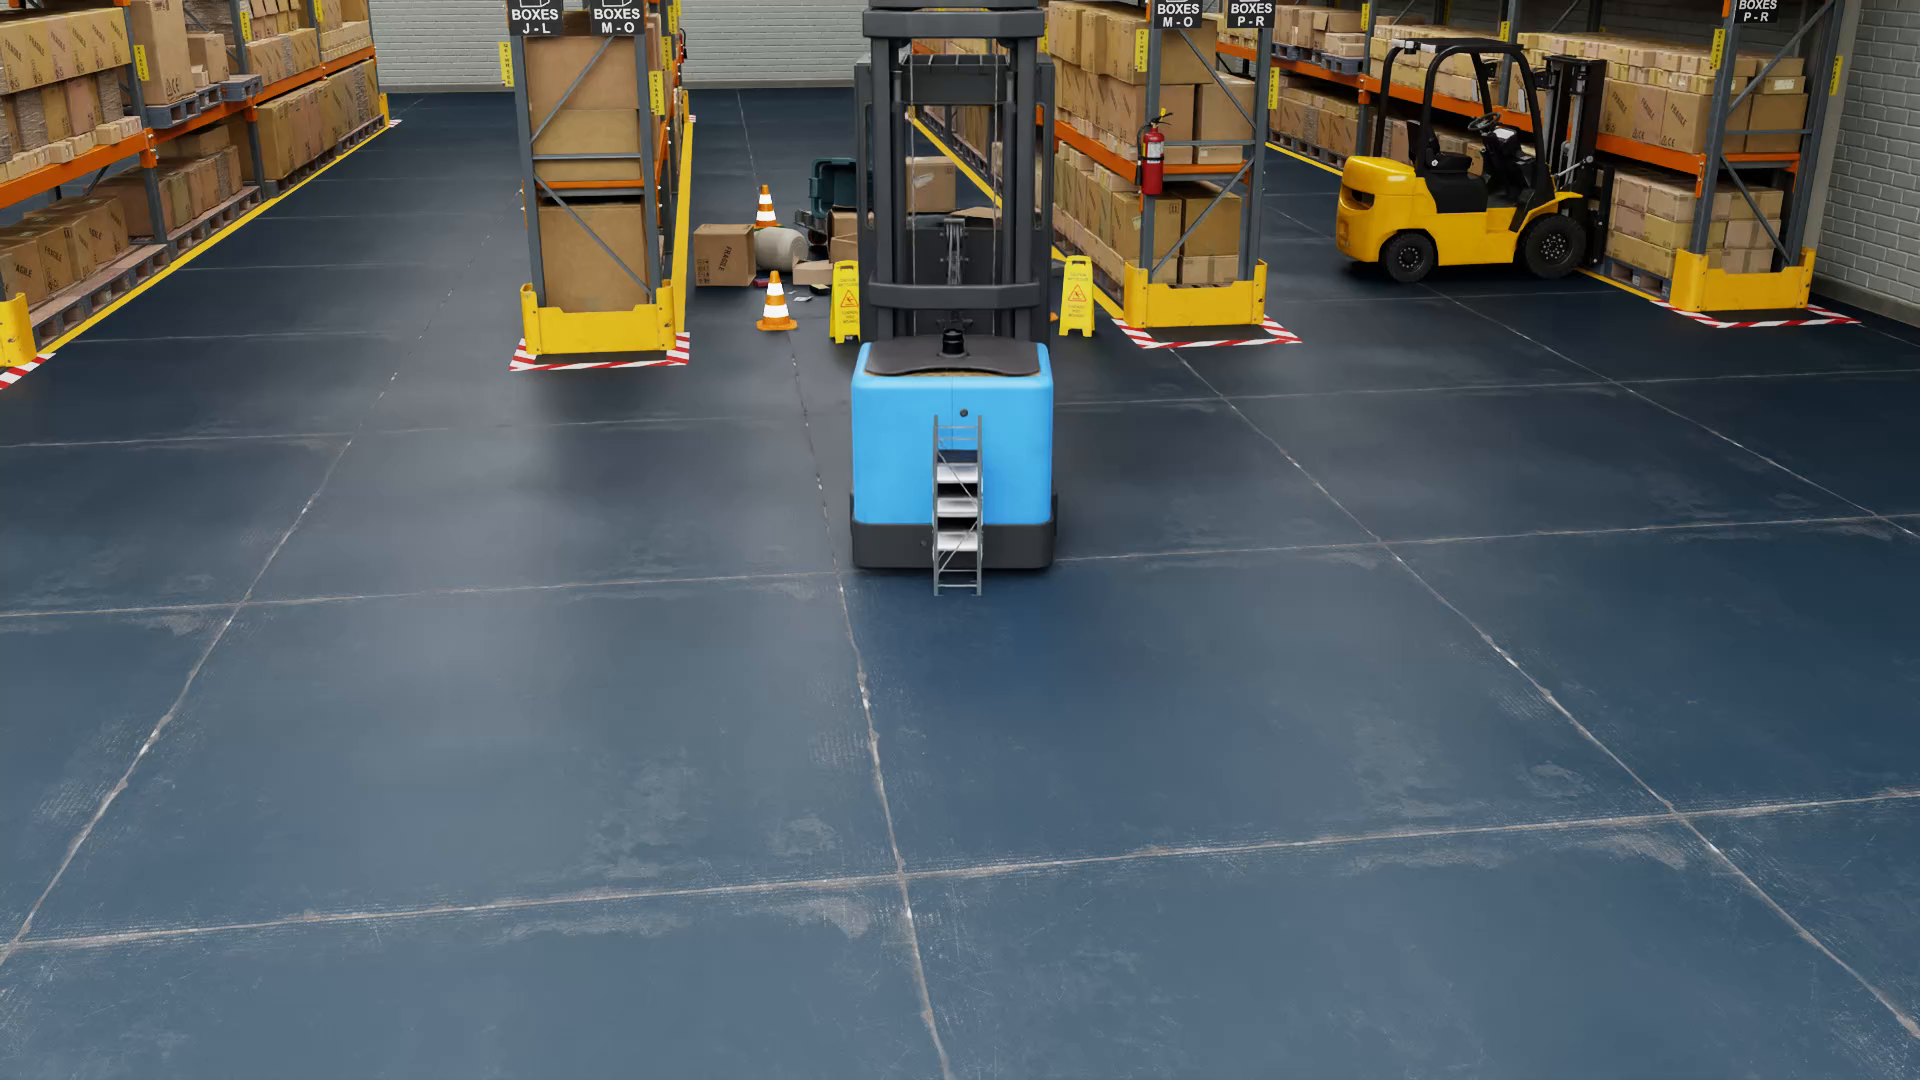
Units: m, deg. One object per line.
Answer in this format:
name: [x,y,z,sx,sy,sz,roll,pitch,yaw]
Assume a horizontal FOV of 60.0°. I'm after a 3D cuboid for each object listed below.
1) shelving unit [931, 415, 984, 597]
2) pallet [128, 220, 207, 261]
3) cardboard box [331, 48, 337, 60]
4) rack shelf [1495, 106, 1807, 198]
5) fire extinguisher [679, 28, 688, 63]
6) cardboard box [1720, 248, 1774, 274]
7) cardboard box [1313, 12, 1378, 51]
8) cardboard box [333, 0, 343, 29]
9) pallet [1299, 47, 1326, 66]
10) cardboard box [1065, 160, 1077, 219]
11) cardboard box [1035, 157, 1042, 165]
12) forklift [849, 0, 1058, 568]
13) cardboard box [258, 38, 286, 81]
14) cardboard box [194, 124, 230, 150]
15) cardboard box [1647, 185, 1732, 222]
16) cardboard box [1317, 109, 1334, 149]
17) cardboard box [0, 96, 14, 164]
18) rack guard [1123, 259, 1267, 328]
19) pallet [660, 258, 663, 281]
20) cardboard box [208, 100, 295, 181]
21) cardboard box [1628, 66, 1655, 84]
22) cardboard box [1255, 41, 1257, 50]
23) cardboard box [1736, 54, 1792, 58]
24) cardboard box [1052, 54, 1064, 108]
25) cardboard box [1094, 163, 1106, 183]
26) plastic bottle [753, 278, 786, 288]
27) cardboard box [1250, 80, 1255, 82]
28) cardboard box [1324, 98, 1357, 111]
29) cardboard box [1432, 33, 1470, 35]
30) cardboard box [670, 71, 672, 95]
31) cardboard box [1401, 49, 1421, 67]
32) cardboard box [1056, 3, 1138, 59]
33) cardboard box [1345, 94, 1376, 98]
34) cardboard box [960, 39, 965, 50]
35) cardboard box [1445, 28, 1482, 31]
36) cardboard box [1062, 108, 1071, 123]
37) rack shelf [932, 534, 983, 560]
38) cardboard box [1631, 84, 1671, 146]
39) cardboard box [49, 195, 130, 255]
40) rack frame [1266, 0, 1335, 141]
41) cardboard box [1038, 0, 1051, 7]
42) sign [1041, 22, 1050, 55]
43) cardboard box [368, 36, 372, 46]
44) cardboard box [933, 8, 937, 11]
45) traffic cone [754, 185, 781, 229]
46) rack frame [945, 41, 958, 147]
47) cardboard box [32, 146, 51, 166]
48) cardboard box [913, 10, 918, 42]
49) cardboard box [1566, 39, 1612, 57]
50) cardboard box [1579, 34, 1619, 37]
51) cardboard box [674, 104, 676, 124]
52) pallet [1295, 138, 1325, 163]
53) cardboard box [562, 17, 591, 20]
shelving unit: [-0.012,-0.170,8.384,0.258,0.900,0.210,0,20,0]
pallet: [-8.492,-3.096,17.203,1.003,0.211,1.213,-3,21,-8]
cardboard box: [-9.321,-7.086,24.260,0.380,0.149,0.250,-2,21,-6]
rack shelf: [6.628,-3.854,16.277,1.077,0.370,4.000,-3,21,-8]
fire extinguisher: [-4.765,-8.402,28.068,0.296,0.674,0.183,-3,21,-8]
cardboard box: [7.039,-2.588,15.187,0.500,0.250,0.500,-3,21,-8]
cardboard box: [5.345,-7.070,23.110,0.797,0.503,0.637,-3,21,-9]
cardboard box: [-9.490,-7.852,24.670,0.500,0.500,0.500,-4,21,-9]
pallet: [5.478,-6.852,23.549,1.003,0.211,1.213,-3,21,-8]
cardboard box: [1.335,-3.490,16.530,0.500,0.500,0.500,-2,21,-6]
cardboard box: [1.142,-4.269,19.514,0.950,0.372,0.625,-2,21,-6]
forklift: [-0.027,-1.690,9.552,1.130,2.935,3.031,0,20,0]
cardboard box: [-8.909,-6.102,21.123,0.500,0.500,0.500,-3,21,-9]
cardboard box: [-8.828,-4.673,19.313,0.500,0.250,0.500,-2,21,-6]
cardboard box: [6.541,-3.020,14.915,0.500,0.250,0.500,-2,21,-6]
cardboard box: [5.350,-5.785,23.390,0.500,0.500,0.500,-2,21,-5]
cardboard box: [-7.853,-3.126,12.729,0.875,0.500,0.500,-3,21,-8]
rack guard: [1.994,-2.103,14.131,1.175,0.500,0.348,-3,21,-8]
pallet: [-3.244,-2.351,15.208,1.003,0.211,1.213,-3,21,-8]
cardboard box: [-9.033,-4.959,20.642,1.225,0.875,0.875,-4,21,-10]
cardboard box: [6.437,-4.312,15.404,0.380,0.149,0.250,-4,21,-10]
cardboard box: [4.832,-7.723,25.965,0.380,0.149,0.250,-2,21,-6]
cardboard box: [7.103,-4.211,14.709,0.380,0.149,0.250,-2,21,-6]
cardboard box: [1.216,-4.652,16.816,0.500,0.500,0.500,-3,21,-8]
cardboard box: [1.443,-3.378,15.303,0.380,0.149,0.250,-2,21,-5]
plastic bottle: [-1.787,-2.419,15.607,0.283,0.061,0.133,-11,23,-26]
cardboard box: [4.666,-7.362,27.612,0.500,0.500,0.500,-3,21,-7]
cardboard box: [5.348,-6.123,23.368,0.380,0.149,0.250,-3,21,-9]
cardboard box: [5.847,-5.963,19.824,0.380,0.149,0.250,-3,21,-8]
cardboard box: [-3.631,-5.464,19.416,0.500,0.500,0.500,-3,21,-8]
cardboard box: [5.714,-5.911,20.256,0.500,0.250,0.500,-3,21,-9]
cardboard box: [1.329,-4.946,16.173,0.700,0.500,0.500,-3,21,-7]
cardboard box: [5.760,-6.335,23.937,0.380,0.149,0.250,-4,21,-10]
cardboard box: [0.284,-6.869,22.821,0.500,0.250,0.500,-4,21,-9]
cardboard box: [6.240,-6.258,20.614,0.380,0.149,0.250,-3,21,-9]
cardboard box: [1.244,-4.304,16.813,0.380,0.149,0.250,-2,21,-6]
rack shelf: [-0.012,0.030,8.459,0.258,0.077,0.200,0,20,0]
cardboard box: [6.520,-3.883,15.183,0.500,0.500,0.500,-2,21,-6]
cardboard box: [-8.360,-3.018,15.981,0.500,0.500,0.500,-4,21,-9]
rack frame: [5.187,-7.654,25.421,1.000,3.000,0.127,-3,21,-8]
cardboard box: [1.023,-6.716,21.337,0.500,0.500,0.500,-4,21,-10]
sign: [0.880,-5.145,17.051,0.100,0.325,0.005,-3,21,-8]
cardboard box: [-9.731,-8.063,26.876,0.380,0.149,0.250,-3,21,-7]
cardboard box: [-0.131,-8.243,25.427,0.500,0.500,0.500,-3,21,-9]
traffic cone: [-2.154,-3.700,18.460,0.336,0.463,0.334,-3,21,-8]
rack frame: [0.275,-7.402,24.748,1.000,3.000,0.127,-3,21,-8]
cardboard box: [-7.793,-3.173,13.783,0.380,0.149,0.250,-3,21,-8]
cardboard box: [-0.516,-8.653,27.954,0.500,0.500,0.500,-3,21,-8]
cardboard box: [6.265,-4.892,16.532,0.380,0.149,0.250,-3,21,-9]
cardboard box: [6.680,-5.190,17.329,0.380,0.149,0.250,-3,21,-9]
cardboard box: [-3.965,-5.536,21.652,0.500,0.250,0.500,-3,21,-8]
pallet: [5.520,-5.644,24.027,1.003,0.211,1.213,-3,21,-8]
cardboard box: [-3.300,-4.416,14.994,0.875,0.550,0.550,-3,21,-8]
